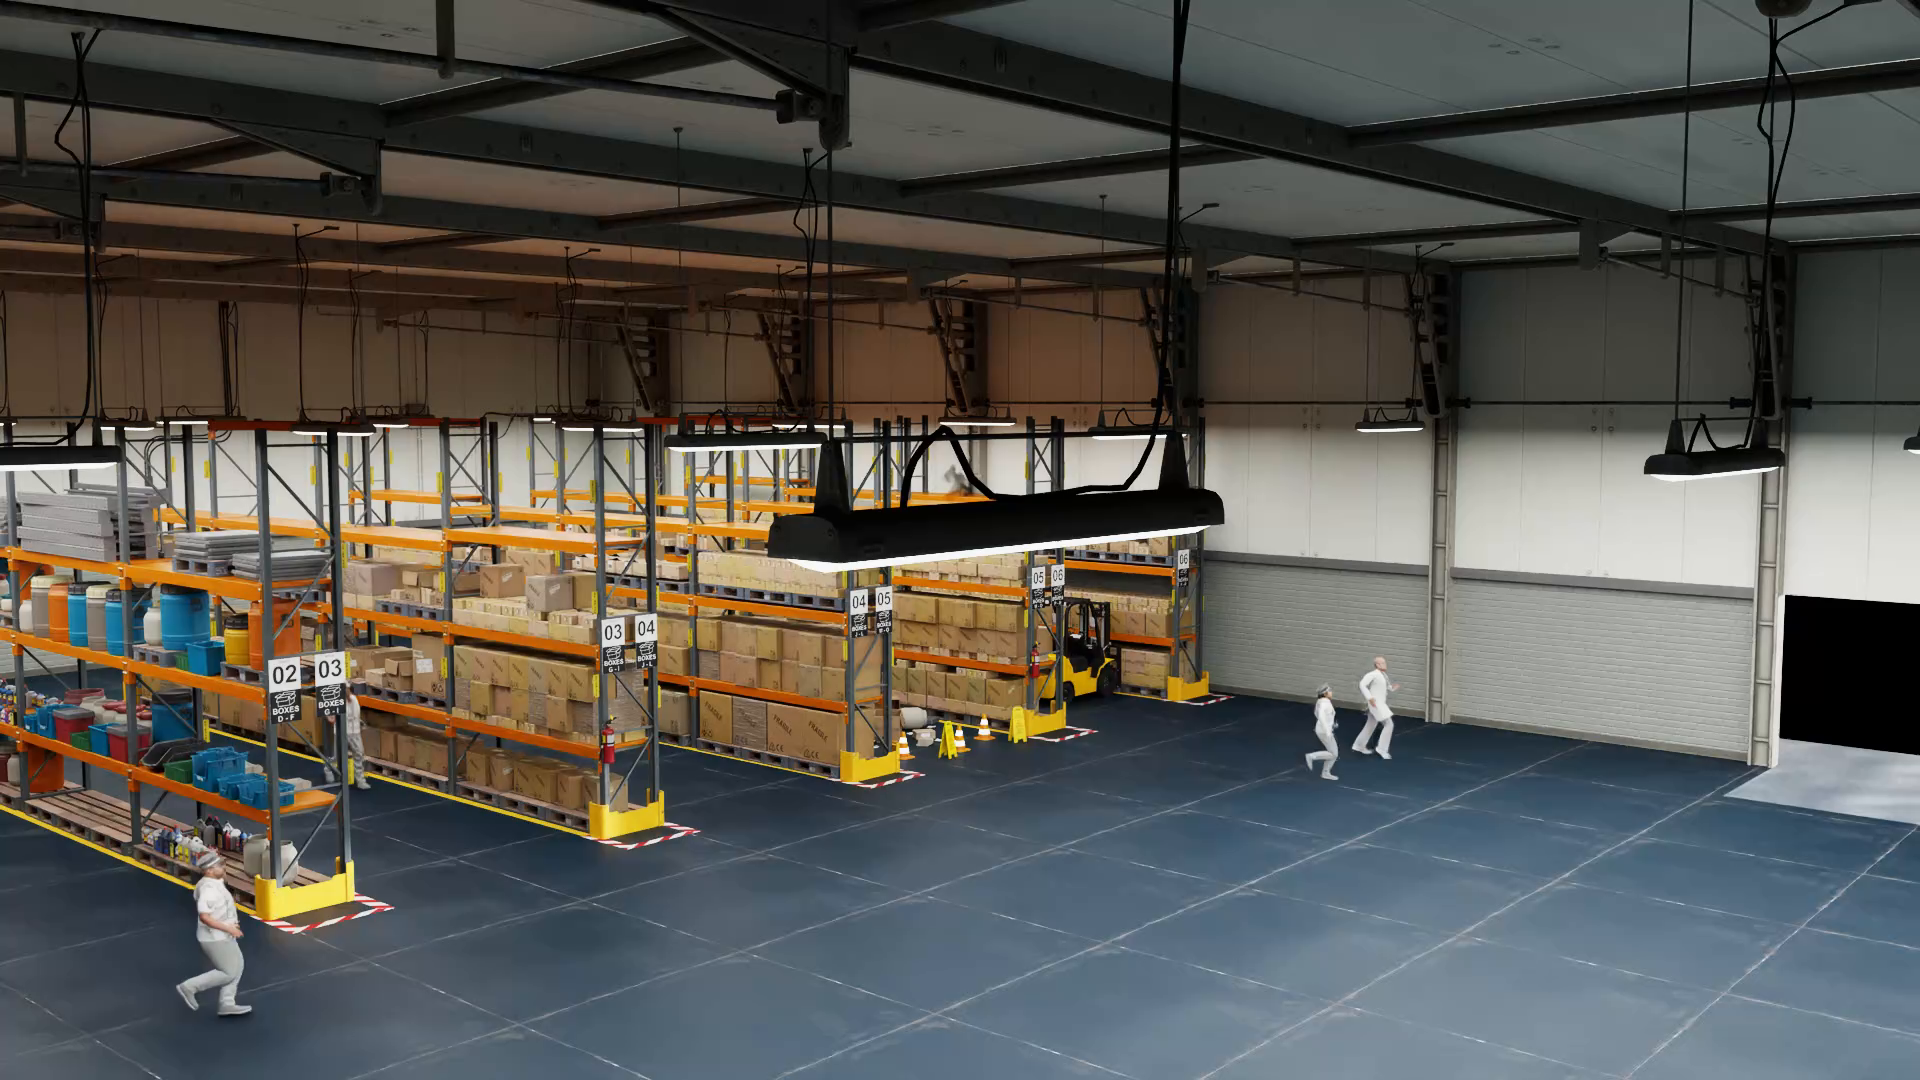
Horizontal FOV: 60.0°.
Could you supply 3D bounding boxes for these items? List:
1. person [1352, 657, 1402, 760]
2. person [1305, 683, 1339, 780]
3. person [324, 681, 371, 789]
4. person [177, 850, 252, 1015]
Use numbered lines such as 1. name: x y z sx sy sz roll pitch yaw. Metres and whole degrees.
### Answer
1. person: 7.426 3.002 29.628 0.844 1.856 0.665 2 5 20
2. person: 6.067 3.202 27.855 0.588 1.637 0.622 0 5 3
3. person: -10.004 3.168 27.138 1.004 1.759 0.690 4 6 37
4. person: -7.678 4.045 17.072 0.698 1.744 0.662 -2 5 -26
